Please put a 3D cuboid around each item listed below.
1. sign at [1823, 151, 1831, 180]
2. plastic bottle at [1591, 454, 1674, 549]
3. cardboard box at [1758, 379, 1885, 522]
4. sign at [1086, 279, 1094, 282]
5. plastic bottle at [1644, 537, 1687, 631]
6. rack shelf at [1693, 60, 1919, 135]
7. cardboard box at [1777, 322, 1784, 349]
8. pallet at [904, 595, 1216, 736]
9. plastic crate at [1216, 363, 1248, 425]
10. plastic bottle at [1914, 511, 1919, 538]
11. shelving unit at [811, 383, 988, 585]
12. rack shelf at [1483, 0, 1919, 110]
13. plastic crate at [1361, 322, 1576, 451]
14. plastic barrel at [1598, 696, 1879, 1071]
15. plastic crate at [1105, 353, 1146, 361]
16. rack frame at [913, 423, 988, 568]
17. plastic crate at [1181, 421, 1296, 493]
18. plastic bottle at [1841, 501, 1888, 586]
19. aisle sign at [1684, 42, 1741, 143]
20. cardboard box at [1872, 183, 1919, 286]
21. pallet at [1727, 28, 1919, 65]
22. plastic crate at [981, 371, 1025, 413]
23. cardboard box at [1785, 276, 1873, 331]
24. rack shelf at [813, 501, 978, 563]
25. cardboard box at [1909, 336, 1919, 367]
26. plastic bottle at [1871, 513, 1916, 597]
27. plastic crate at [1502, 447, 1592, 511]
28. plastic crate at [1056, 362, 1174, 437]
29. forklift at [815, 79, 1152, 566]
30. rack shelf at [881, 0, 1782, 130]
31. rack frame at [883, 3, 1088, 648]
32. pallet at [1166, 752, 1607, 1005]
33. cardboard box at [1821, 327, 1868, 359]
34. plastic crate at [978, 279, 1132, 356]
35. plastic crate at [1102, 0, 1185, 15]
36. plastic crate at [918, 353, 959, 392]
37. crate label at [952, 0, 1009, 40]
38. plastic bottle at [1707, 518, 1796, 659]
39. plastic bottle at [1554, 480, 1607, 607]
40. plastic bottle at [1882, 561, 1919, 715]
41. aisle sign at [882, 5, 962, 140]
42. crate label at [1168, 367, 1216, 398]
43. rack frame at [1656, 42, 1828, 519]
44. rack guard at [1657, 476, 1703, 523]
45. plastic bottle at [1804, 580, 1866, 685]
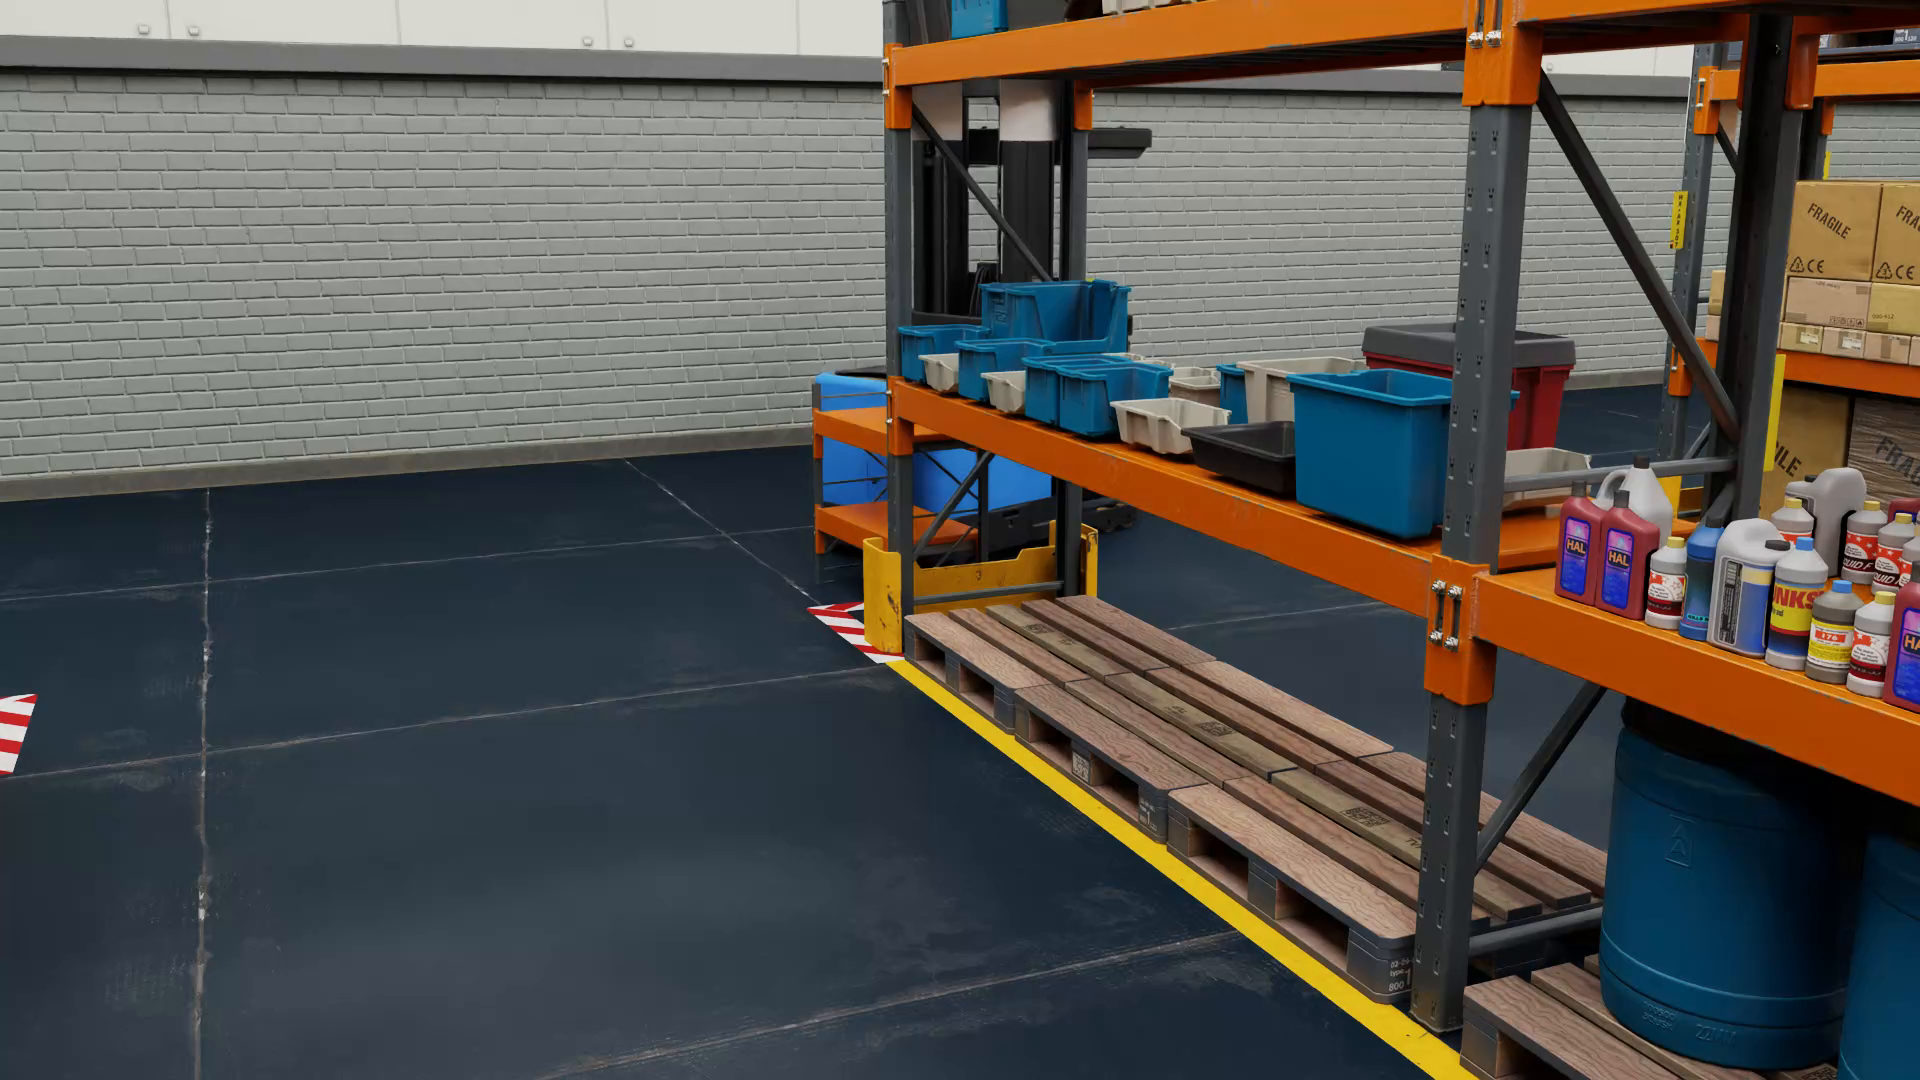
[{"bbox_3d":[5.171,-2.166,9.981,0.100,0.325,0.005,-6,14,-23],"label":"sign"},{"bbox_3d":[1.593,-0.032,3.964,0.144,0.351,0.185,-6,14,-23],"label":"plastic bottle"},{"bbox_3d":[4.998,-0.484,9.591,0.875,0.875,0.875,-6,14,-23],"label":"cardboard box"},{"bbox_3d":[0.628,-1.125,8.217,0.100,0.325,0.005,-6,14,-23],"label":"sign"},{"bbox_3d":[1.605,0.095,3.749,0.097,0.201,0.097,0,13,0],"label":"plastic bottle"},{"bbox_3d":[5.470,-2.138,7.897,1.077,0.370,4.000,-6,14,-23],"label":"rack shelf"},{"bbox_3d":[4.612,-1.162,9.293,0.380,0.149,0.250,-6,14,-24],"label":"cardboard box"},{"bbox_3d":[0.425,0.540,7.569,1.003,0.211,1.213,-6,14,-23],"label":"pallet"},{"bbox_3d":[1.188,-0.539,6.285,0.416,0.233,0.300,-6,14,-23],"label":"plastic crate"},{"bbox_3d":[2.333,0.022,3.898,0.152,0.276,0.135,-6,14,-23],"label":"plastic bottle"},{"bbox_3d":[-0.332,-0.231,8.871,0.538,1.125,1.048,-7,15,-29],"label":"shelving unit"},{"bbox_3d":[2.534,-0.864,2.393,1.077,0.370,4.000,-6,14,-23],"label":"rack shelf"},{"bbox_3d":[1.605,-0.434,5.316,0.402,0.464,0.583,-6,14,-23],"label":"plastic crate"},{"bbox_3d":[1.935,0.765,4.132,0.600,0.901,0.708,-6,14,-23],"label":"plastic barrel"},{"bbox_3d":[0.623,-0.741,7.372,0.396,0.136,0.243,-6,14,-23],"label":"plastic crate"},{"bbox_3d":[-0.079,-0.131,8.442,0.500,1.125,0.032,-7,15,-29],"label":"rack frame"},{"bbox_3d":[1.038,-0.268,5.354,0.437,0.125,0.590,-6,14,-23],"label":"plastic crate"},{"bbox_3d":[2.258,0.004,4.139,0.097,0.201,0.097,0,13,0],"label":"plastic bottle"},{"bbox_3d":[4.365,-2.694,9.593,0.394,0.787,0.004,-6,14,-23],"label":"aisle sign"},{"bbox_3d":[5.027,-1.544,8.398,0.500,0.500,0.500,-6,14,-24],"label":"cardboard box"},{"bbox_3d":[4.975,-2.706,8.953,1.003,0.211,1.213,-6,14,-23],"label":"pallet"},{"bbox_3d":[0.252,-0.599,6.756,0.250,0.136,0.298,-6,14,-23],"label":"plastic crate"},{"bbox_3d":[4.828,-1.281,8.927,0.500,0.250,0.500,-6,14,-24],"label":"cardboard box"},{"bbox_3d":[-0.332,0.008,8.927,0.538,0.278,1.000,-7,15,-29],"label":"rack shelf"},{"bbox_3d":[5.026,-0.949,8.375,0.380,0.149,0.250,-6,14,-24],"label":"cardboard box"},{"bbox_3d":[2.256,0.037,3.997,0.097,0.201,0.097,0,13,0],"label":"plastic bottle"},{"bbox_3d":[1.677,-0.176,4.930,0.396,0.136,0.243,-6,14,-23],"label":"plastic crate"},{"bbox_3d":[0.575,-0.525,6.226,0.416,0.233,0.300,-6,14,-23],"label":"plastic crate"},{"bbox_3d":[0.497,-1.543,10.536,1.130,2.935,3.031,12,18,42],"label":"forklift"},{"bbox_3d":[0.932,-1.690,5.964,1.077,0.370,4.000,-6,14,-23],"label":"rack shelf"},{"bbox_3d":[0.130,-0.993,8.006,1.000,3.000,0.127,-6,14,-23],"label":"rack frame"},{"bbox_3d":[1.403,1.044,5.391,1.003,0.211,1.213,-6,14,-23],"label":"pallet"},{"bbox_3d":[4.821,-1.055,8.832,0.380,0.149,0.250,-6,14,-24],"label":"cardboard box"},{"bbox_3d":[0.436,-0.987,7.769,0.616,0.435,0.499,-6,14,-23],"label":"plastic crate"},{"bbox_3d":[0.735,-1.910,5.582,0.437,0.282,0.530,-6,14,-23],"label":"plastic crate"},{"bbox_3d":[-0.020,-0.739,7.362,0.250,0.136,0.298,-6,14,-23],"label":"plastic crate"},{"bbox_3d":[0.204,-2.162,6.735,0.408,0.251,0.502,-6,14,-23],"label":"crate label"},{"bbox_3d":[1.716,0.100,3.561,0.152,0.276,0.135,-6,14,-23],"label":"plastic bottle"},{"bbox_3d":[1.489,0.005,3.955,0.061,0.283,0.133,-6,14,-23],"label":"plastic bottle"},{"bbox_3d":[1.844,0.188,3.162,0.061,0.283,0.133,-6,14,-23],"label":"plastic bottle"},{"bbox_3d":[-0.171,-2.247,7.661,0.394,0.787,0.004,-6,14,-23],"label":"aisle sign"},{"bbox_3d":[0.860,-0.625,6.868,0.396,0.136,0.243,-6,14,-23],"label":"crate label"},{"bbox_3d":[4.669,-1.440,9.939,1.000,3.000,0.127,-6,14,-23],"label":"rack frame"},{"bbox_3d":[4.659,-0.227,10.242,1.175,0.500,0.348,-6,14,-23],"label":"rack guard"},{"bbox_3d":[1.776,0.183,3.368,0.097,0.201,0.097,0,13,0],"label":"plastic bottle"}]
